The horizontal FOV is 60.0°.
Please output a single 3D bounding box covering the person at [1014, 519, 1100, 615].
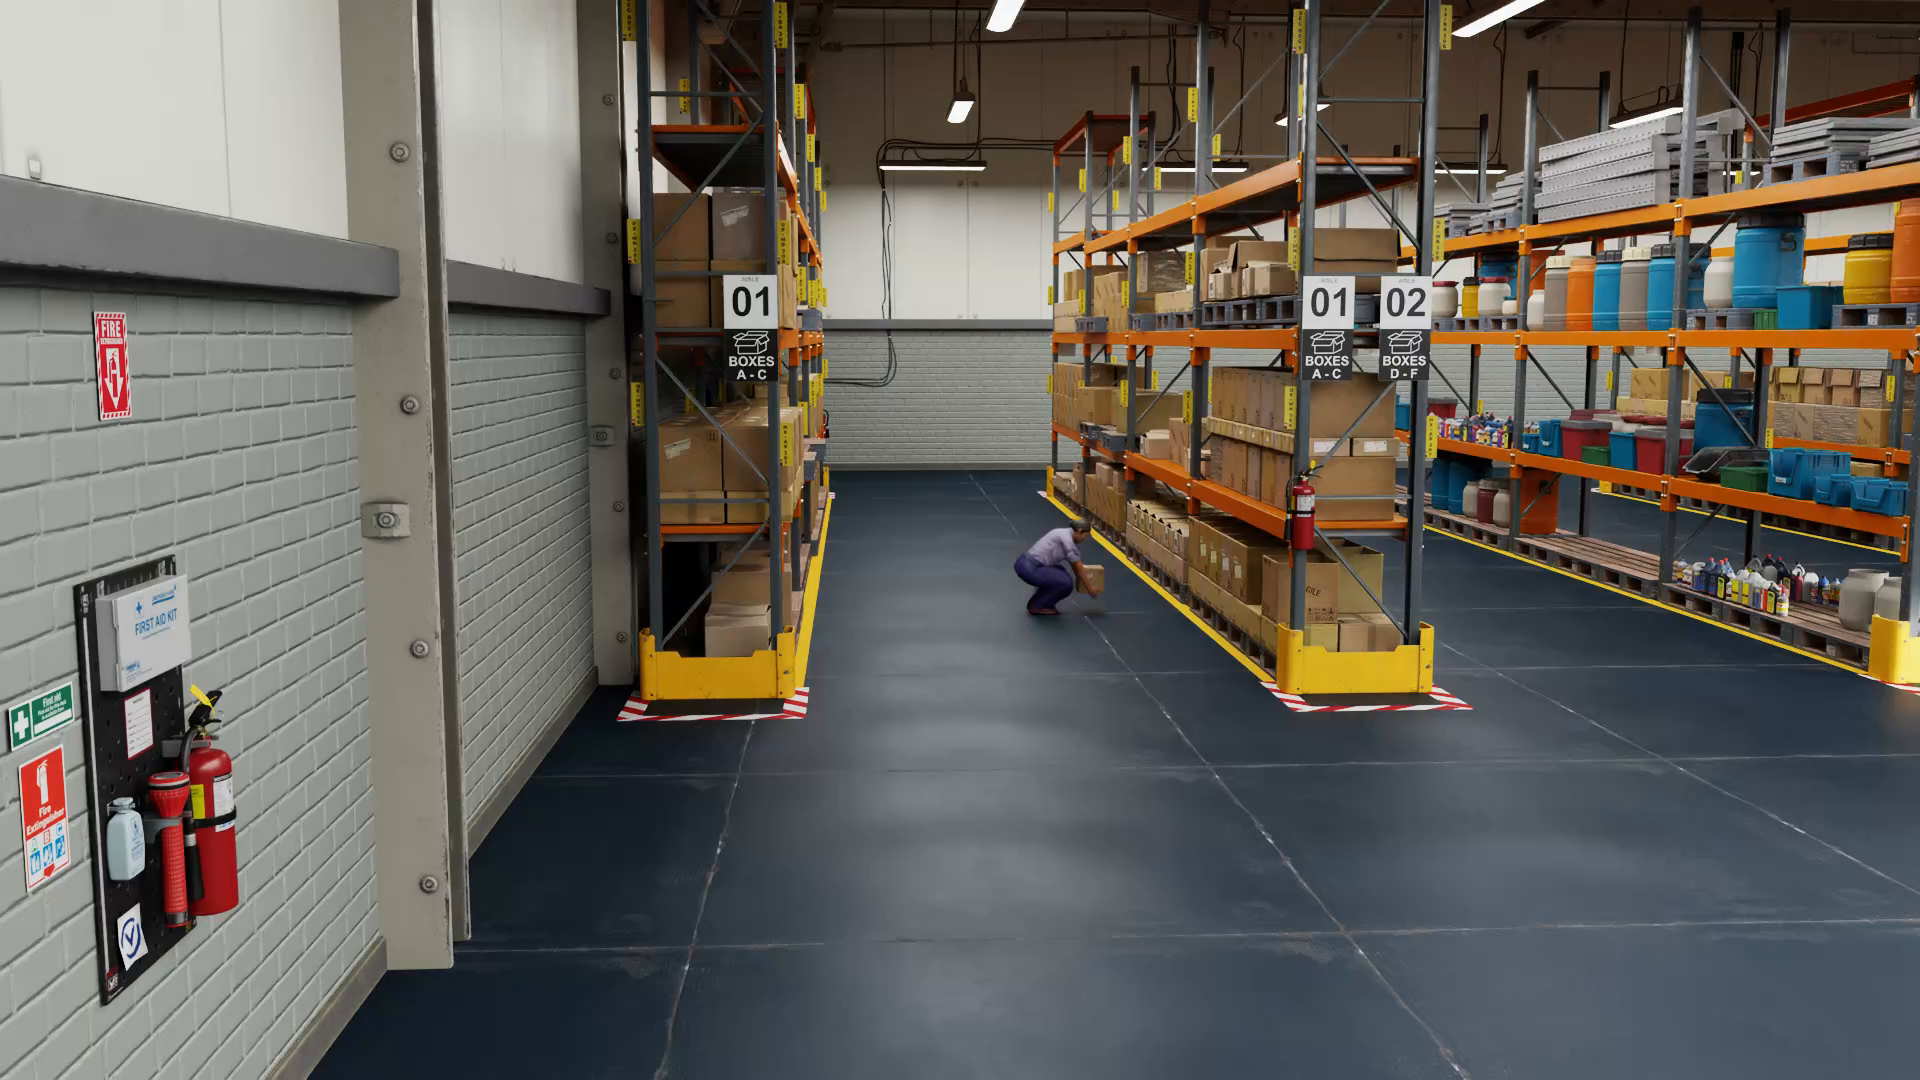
[{"bbox_3d":[0.968,0.263,16.645,0.854,0.940,0.510,-1,7,-5],"label":"person"}]
